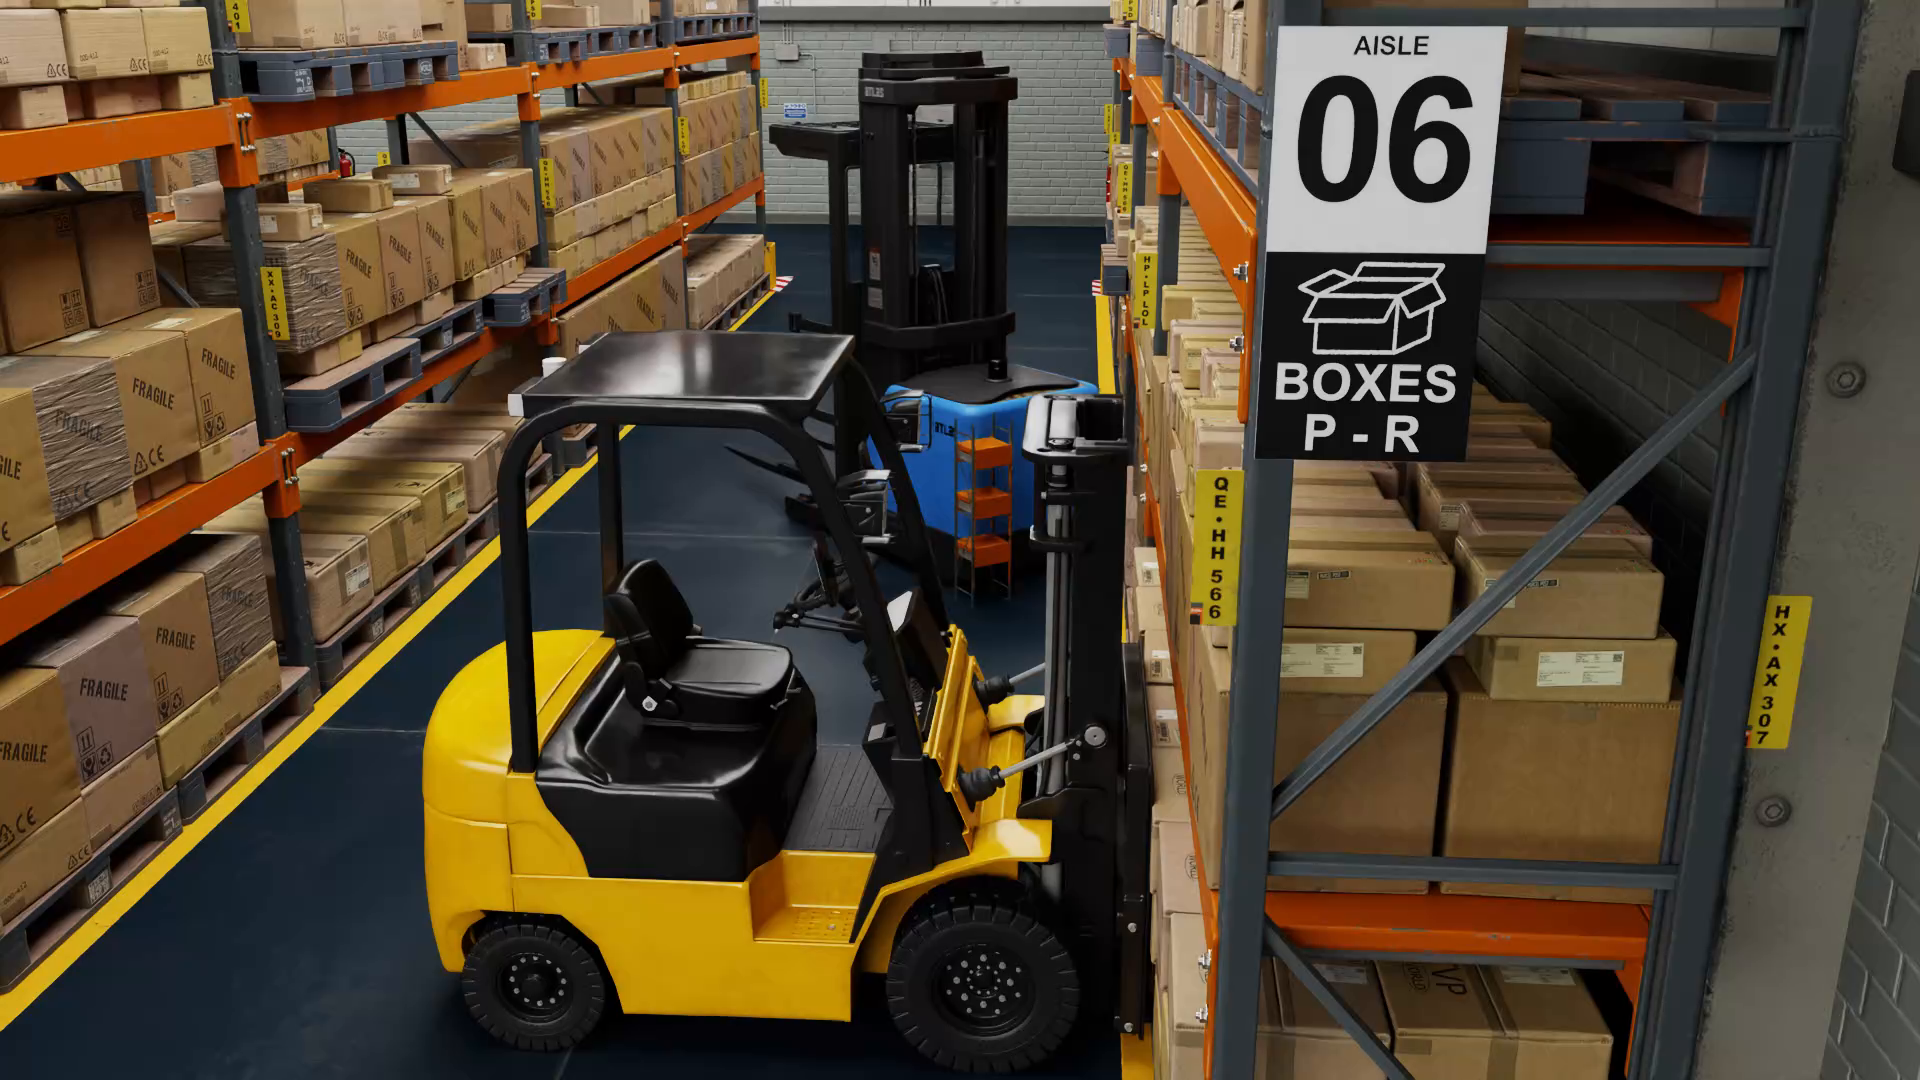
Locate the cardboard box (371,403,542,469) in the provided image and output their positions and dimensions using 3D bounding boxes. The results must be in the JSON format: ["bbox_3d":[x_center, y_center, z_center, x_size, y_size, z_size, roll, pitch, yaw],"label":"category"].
[{"bbox_3d":[-3.374,-0.673,11.205,0.950,0.372,0.625,0,18,0],"label":"cardboard box"}]

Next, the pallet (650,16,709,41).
[{"bbox_3d":[-2.967,-4.777,15.509,1.003,0.211,1.213,1,18,4],"label":"pallet"}]

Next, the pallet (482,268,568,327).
[{"bbox_3d":[-3.268,-1.582,10.743,1.213,0.211,1.003,1,18,4],"label":"pallet"}]

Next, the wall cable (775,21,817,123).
[{"bbox_3d":[-2.369,-6.631,24.161,0.585,1.953,0.123,1,18,4],"label":"wall cable"}]

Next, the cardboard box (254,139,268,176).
[{"bbox_3d":[-7.585,-4.032,17.273,0.500,0.500,0.500,2,18,7],"label":"cardboard box"}]

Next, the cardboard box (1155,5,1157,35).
[{"bbox_3d":[1.117,-2.447,7.824,0.380,0.149,0.250,1,18,4],"label":"cardboard box"}]

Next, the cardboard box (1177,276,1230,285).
[{"bbox_3d":[1.215,-1.167,7.966,0.380,0.149,0.250,1,18,4],"label":"cardboard box"}]

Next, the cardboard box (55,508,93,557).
[{"bbox_3d":[-3.447,-0.034,6.114,0.380,0.149,0.250,1,18,3],"label":"cardboard box"}]

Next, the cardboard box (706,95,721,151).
[{"bbox_3d":[-2.670,-4.120,16.414,0.500,0.500,0.500,2,18,5],"label":"cardboard box"}]

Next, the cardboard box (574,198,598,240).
[{"bbox_3d":[-3.002,-2.376,12.294,0.500,0.250,0.500,2,18,5],"label":"cardboard box"}]

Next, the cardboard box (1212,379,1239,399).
[{"bbox_3d":[0.974,-0.392,5.124,0.380,0.149,0.250,2,18,5],"label":"cardboard box"}]

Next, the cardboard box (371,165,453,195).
[{"bbox_3d":[-3.159,-2.079,9.597,0.380,0.149,0.250,0,18,1],"label":"cardboard box"}]

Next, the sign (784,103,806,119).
[{"bbox_3d":[-2.412,-6.282,24.344,0.327,0.218,0.001,1,18,4],"label":"sign"}]

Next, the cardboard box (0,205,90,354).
[{"bbox_3d":[-3.916,-1.029,6.502,0.700,0.500,0.500,1,18,4],"label":"cardboard box"}]

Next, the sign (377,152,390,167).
[{"bbox_3d":[-3.877,-2.459,11.250,0.100,0.325,0.005,1,18,4],"label":"sign"}]

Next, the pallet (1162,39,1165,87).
[{"bbox_3d":[1.591,-2.563,8.914,1.003,0.211,1.213,2,18,6],"label":"pallet"}]

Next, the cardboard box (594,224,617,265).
[{"bbox_3d":[-2.975,-2.295,12.850,0.500,0.250,0.500,2,18,6],"label":"cardboard box"}]

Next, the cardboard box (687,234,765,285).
[{"bbox_3d":[-2.697,-3.157,18.680,0.875,0.438,0.875,1,18,2],"label":"cardboard box"}]

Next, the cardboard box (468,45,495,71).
[{"bbox_3d":[-3.146,-3.023,10.419,0.380,0.149,0.250,1,18,4],"label":"cardboard box"}]

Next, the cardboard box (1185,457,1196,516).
[{"bbox_3d":[0.867,-0.172,4.927,0.380,0.149,0.250,1,18,4],"label":"cardboard box"}]

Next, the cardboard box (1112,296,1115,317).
[{"bbox_3d":[1.889,-2.509,16.603,0.700,0.500,0.500,1,18,2],"label":"cardboard box"}]

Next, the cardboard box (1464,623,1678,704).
[{"bbox_3d":[1.338,0.242,3.666,0.380,0.149,0.250,1,18,3],"label":"cardboard box"}]

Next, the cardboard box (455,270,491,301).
[{"bbox_3d":[-3.064,-1.542,10.042,0.380,0.149,0.250,2,18,5],"label":"cardboard box"}]

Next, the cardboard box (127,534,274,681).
[{"bbox_3d":[-3.385,0.286,7.271,0.500,0.500,0.500,1,18,3],"label":"cardboard box"}]

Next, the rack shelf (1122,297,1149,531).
[{"bbox_3d":[1.485,-0.825,9.277,1.077,0.370,4.000,1,18,4],"label":"rack shelf"}]

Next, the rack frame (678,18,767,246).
[{"bbox_3d":[-2.750,-4.382,18.978,1.000,3.000,0.127,1,18,4],"label":"rack frame"}]

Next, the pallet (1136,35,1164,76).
[{"bbox_3d":[1.669,-2.910,9.974,1.213,0.211,1.003,2,18,6],"label":"pallet"}]

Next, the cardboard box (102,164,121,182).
[{"bbox_3d":[-7.813,-3.312,14.965,0.380,0.149,0.250,2,18,6],"label":"cardboard box"}]

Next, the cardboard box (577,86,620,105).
[{"bbox_3d":[-3.332,-4.073,15.228,0.380,0.149,0.250,1,18,3],"label":"cardboard box"}]

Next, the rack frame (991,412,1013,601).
[{"bbox_3d":[0.233,-0.183,9.295,0.008,1.050,0.200,-11,21,-29],"label":"rack frame"}]

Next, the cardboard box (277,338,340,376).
[{"bbox_3d":[-3.255,-0.900,8.080,0.380,0.149,0.250,2,18,5],"label":"cardboard box"}]

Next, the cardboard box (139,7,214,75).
[{"bbox_3d":[-3.373,-2.007,6.676,0.500,0.250,0.500,1,18,3],"label":"cardboard box"}]

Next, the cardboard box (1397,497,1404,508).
[{"bbox_3d":[1.414,0.183,4.886,0.500,0.500,0.500,1,18,3],"label":"cardboard box"}]

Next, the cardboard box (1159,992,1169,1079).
[{"bbox_3d":[0.778,1.408,4.246,0.500,0.250,0.500,1,18,3],"label":"cardboard box"}]

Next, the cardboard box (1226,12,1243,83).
[{"bbox_3d":[0.811,-1.120,3.775,0.380,0.149,0.250,1,18,2],"label":"cardboard box"}]

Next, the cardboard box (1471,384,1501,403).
[{"bbox_3d":[1.431,-0.379,5.083,0.380,0.149,0.250,1,18,4],"label":"cardboard box"}]

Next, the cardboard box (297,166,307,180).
[{"bbox_3d":[-7.494,-4.079,18.459,0.380,0.149,0.250,1,18,3],"label":"cardboard box"}]

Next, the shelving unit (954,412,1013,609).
[{"bbox_3d":[0.128,-0.163,9.235,0.252,1.050,0.215,-11,21,-29],"label":"shelving unit"}]

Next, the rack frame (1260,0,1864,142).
[{"bbox_3d":[1.055,-2.154,2.544,1.000,3.000,0.127,1,18,4],"label":"rack frame"}]

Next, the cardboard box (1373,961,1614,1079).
[{"bbox_3d":[1.278,1.184,4.128,0.500,0.250,0.500,1,18,3],"label":"cardboard box"}]

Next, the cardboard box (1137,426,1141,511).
[{"bbox_3d":[1.531,-0.462,10.155,0.875,0.625,0.625,2,18,6],"label":"cardboard box"}]

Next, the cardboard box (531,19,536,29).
[{"bbox_3d":[-3.442,-3.881,11.799,0.700,0.500,0.500,0,18,1],"label":"cardboard box"}]

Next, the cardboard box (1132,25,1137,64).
[{"bbox_3d":[1.423,-3.307,11.120,0.500,0.250,0.500,1,18,2],"label":"cardboard box"}]

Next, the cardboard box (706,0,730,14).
[{"bbox_3d":[-2.642,-5.661,17.634,0.380,0.149,0.250,0,18,0],"label":"cardboard box"}]

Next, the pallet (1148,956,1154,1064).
[{"bbox_3d":[1.158,1.406,5.793,1.003,0.211,1.213,1,18,4],"label":"pallet"}]

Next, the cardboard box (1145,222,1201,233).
[{"bbox_3d":[1.295,-1.806,9.915,0.380,0.149,0.250,1,18,5],"label":"cardboard box"}]

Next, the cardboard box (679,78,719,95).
[{"bbox_3d":[-2.627,-4.535,16.639,0.380,0.149,0.250,1,18,4],"label":"cardboard box"}]

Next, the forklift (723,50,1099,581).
[{"bbox_3d":[-0.476,-1.551,10.450,1.130,2.935,3.031,-14,23,-36],"label":"forklift"}]

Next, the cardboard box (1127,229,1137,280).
[{"bbox_3d":[1.328,-1.822,10.604,0.500,0.250,0.500,1,18,4],"label":"cardboard box"}]

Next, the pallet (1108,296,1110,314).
[{"bbox_3d":[2.140,-2.676,18.250,1.003,0.211,1.213,1,18,4],"label":"pallet"}]

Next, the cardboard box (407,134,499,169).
[{"bbox_3d":[-3.547,-2.586,11.732,0.500,0.500,0.500,1,18,2],"label":"cardboard box"}]

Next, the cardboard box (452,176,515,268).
[{"bbox_3d":[-3.105,-1.977,10.328,0.500,0.500,0.500,1,18,3],"label":"cardboard box"}]

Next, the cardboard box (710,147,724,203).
[{"bbox_3d":[-2.659,-3.637,16.546,0.500,0.500,0.500,1,18,4],"label":"cardboard box"}]

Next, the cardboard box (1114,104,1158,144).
[{"bbox_3d":[1.793,-4.098,16.671,0.500,0.500,0.500,2,18,5],"label":"cardboard box"}]

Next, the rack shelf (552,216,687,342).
[{"bbox_3d":[-3.180,-2.176,13.403,1.077,0.370,4.000,1,18,4],"label":"rack shelf"}]
